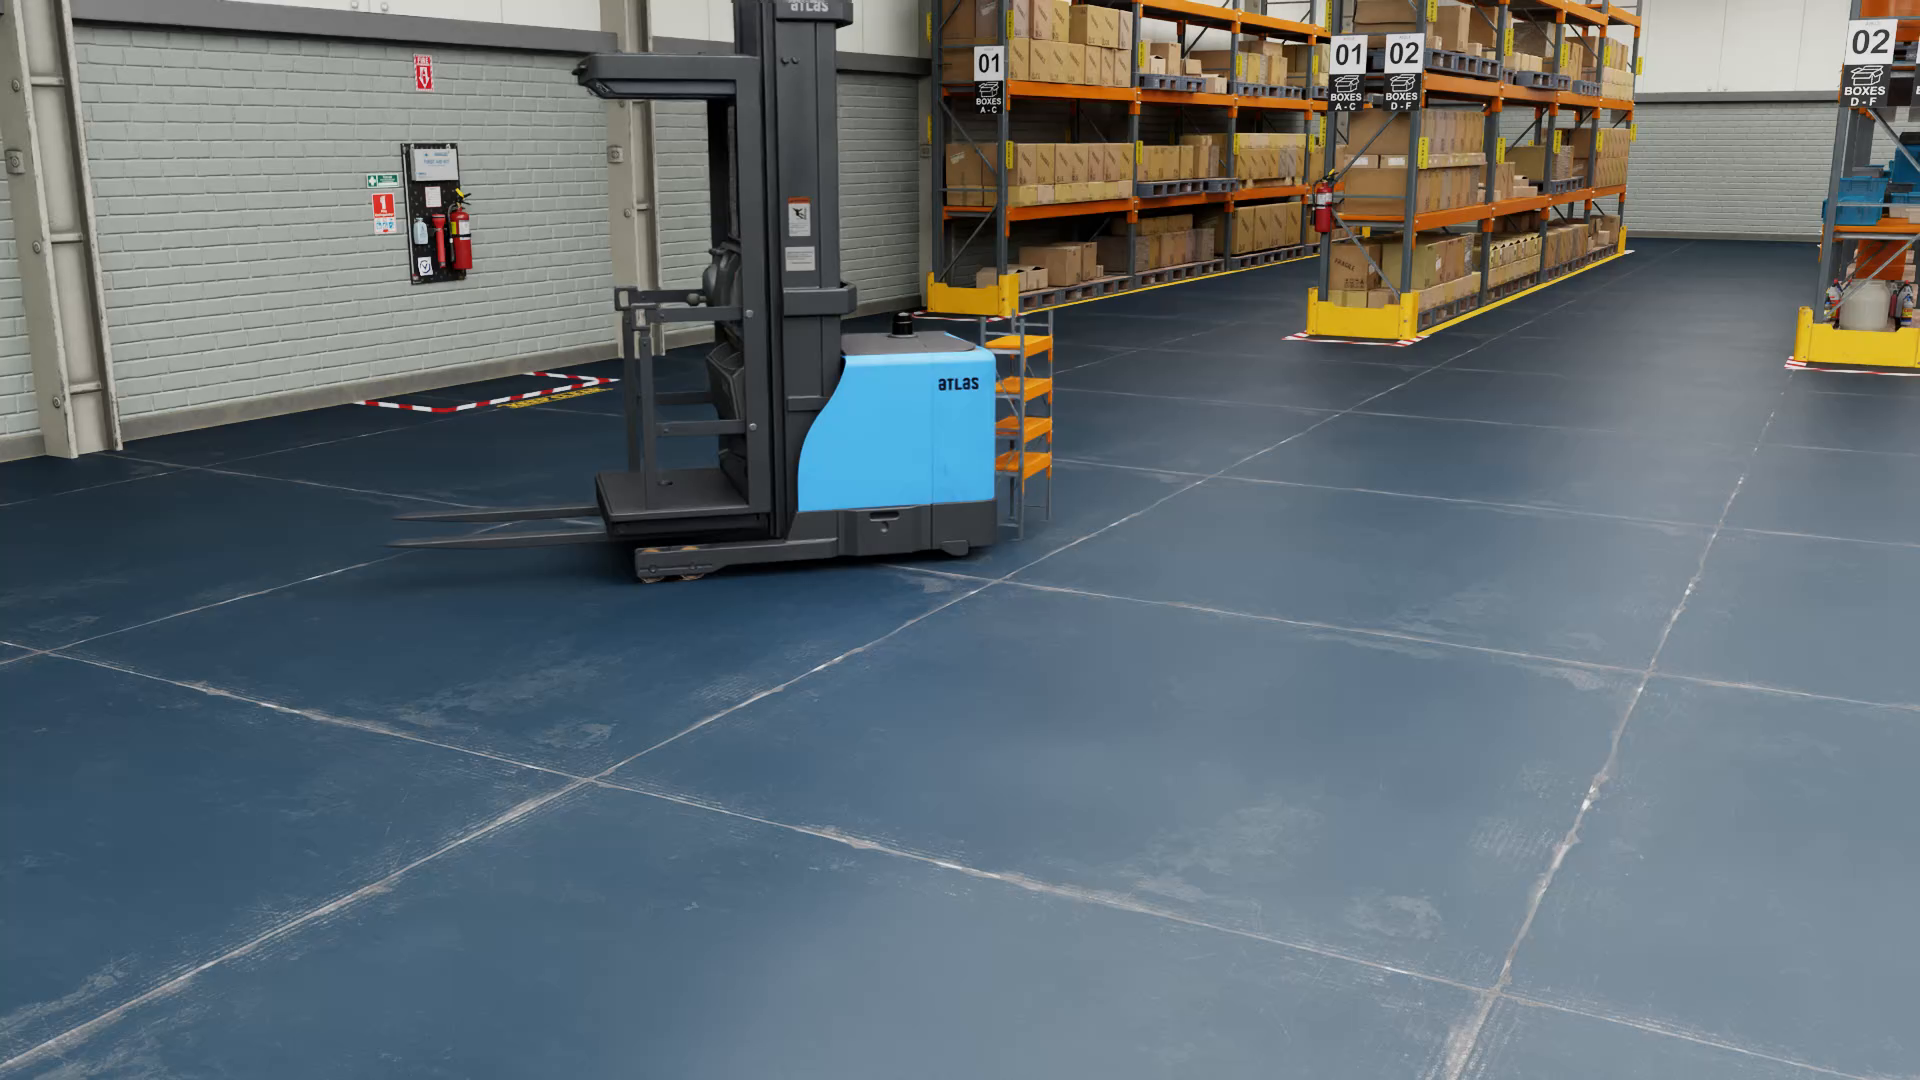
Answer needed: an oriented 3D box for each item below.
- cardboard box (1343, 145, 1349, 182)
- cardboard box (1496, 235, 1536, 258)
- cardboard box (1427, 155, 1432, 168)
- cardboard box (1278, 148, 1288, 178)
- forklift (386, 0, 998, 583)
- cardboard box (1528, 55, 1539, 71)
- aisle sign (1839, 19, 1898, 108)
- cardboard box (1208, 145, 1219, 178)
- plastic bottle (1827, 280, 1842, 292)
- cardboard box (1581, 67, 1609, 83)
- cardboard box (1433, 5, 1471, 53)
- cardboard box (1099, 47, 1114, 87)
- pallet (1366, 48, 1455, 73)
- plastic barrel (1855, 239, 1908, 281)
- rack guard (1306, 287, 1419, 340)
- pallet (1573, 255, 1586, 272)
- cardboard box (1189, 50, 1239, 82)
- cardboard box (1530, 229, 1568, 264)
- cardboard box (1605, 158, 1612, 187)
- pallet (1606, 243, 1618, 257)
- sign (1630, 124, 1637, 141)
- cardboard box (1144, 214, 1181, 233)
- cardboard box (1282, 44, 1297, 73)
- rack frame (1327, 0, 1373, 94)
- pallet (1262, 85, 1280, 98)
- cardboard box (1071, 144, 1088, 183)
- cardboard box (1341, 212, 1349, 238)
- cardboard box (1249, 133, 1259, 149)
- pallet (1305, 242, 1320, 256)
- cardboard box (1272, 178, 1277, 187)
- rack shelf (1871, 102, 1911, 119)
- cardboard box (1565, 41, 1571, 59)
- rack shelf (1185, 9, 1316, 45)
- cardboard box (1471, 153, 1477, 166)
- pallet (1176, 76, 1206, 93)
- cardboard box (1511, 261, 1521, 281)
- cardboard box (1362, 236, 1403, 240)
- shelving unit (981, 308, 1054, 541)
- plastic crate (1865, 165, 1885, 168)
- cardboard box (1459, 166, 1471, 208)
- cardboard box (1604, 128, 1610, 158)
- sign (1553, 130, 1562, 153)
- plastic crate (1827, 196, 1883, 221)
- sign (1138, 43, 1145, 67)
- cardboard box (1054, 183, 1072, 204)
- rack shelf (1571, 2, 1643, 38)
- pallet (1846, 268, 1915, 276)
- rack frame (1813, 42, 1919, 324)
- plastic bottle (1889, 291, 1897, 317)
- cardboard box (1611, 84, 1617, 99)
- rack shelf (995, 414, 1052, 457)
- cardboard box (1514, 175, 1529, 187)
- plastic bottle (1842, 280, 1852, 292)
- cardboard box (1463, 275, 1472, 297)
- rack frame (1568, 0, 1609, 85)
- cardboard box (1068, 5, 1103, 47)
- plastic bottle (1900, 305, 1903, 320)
[{"bbox_3d":[7.273,-7.465,32.957,0.980,0.700,0.700,7,15,28],"label":"cardboard box"},{"bbox_3d":[8.041,-4.271,24.123,0.500,0.311,0.500,7,15,27],"label":"cardboard box"},{"bbox_3d":[5.082,-4.258,18.697,0.380,0.149,0.250,7,15,28],"label":"cardboard box"},{"bbox_3d":[5.428,-6.626,29.228,0.500,0.500,0.500,7,15,28],"label":"cardboard box"},{"bbox_3d":[-1.380,-1.352,8.387,3.031,2.935,1.130,-4,14,-15],"label":"forklift"},{"bbox_3d":[7.916,-6.754,23.672,0.500,0.250,0.500,8,16,30],"label":"cardboard box"},{"bbox_3d":[8.496,-4.453,15.557,0.394,0.787,0.004,7,15,28],"label":"aisle sign"},{"bbox_3d":[3.767,-6.099,26.779,0.700,0.500,0.500,5,15,21],"label":"cardboard box"},{"bbox_3d":[9.880,-2.760,18.793,0.144,0.351,0.185,7,15,26],"label":"plastic bottle"},{"bbox_3d":[10.710,-7.894,28.231,0.500,0.250,0.500,7,15,28],"label":"cardboard box"},{"bbox_3d":[5.498,-5.821,18.970,0.500,0.500,0.500,7,15,28],"label":"cardboard box"},{"bbox_3d":[1.768,-6.396,22.507,0.500,0.500,0.500,6,15,23],"label":"cardboard box"},{"bbox_3d":[4.821,-5.290,18.362,1.003,0.211,1.213,7,15,28],"label":"pallet"},{"bbox_3d":[12.880,-4.063,23.220,0.600,0.830,0.708,7,15,28],"label":"plastic barrel"},{"bbox_3d":[4.445,-2.512,18.387,1.175,0.500,0.348,7,15,28],"label":"rack guard"},{"bbox_3d":[9.897,-4.667,27.943,1.003,0.211,1.213,7,15,28],"label":"pallet"},{"bbox_3d":[4.165,-7.759,27.264,0.700,0.500,0.500,6,15,24],"label":"cardboard box"},{"bbox_3d":[9.289,-4.644,26.289,0.500,0.500,0.500,7,15,27],"label":"cardboard box"},{"bbox_3d":[11.231,-6.524,29.482,0.500,0.500,0.500,7,15,28],"label":"cardboard box"},{"bbox_3d":[11.770,-5.480,31.313,1.003,0.211,1.213,7,15,28],"label":"pallet"},{"bbox_3d":[12.667,-7.664,31.280,0.100,0.325,0.005,7,15,28],"label":"sign"},{"bbox_3d":[3.108,-4.928,25.868,0.500,0.250,0.500,7,15,28],"label":"cardboard box"},{"bbox_3d":[6.053,-8.927,30.872,0.500,0.500,0.500,7,15,28],"label":"cardboard box"},{"bbox_3d":[7.853,-10.492,33.352,1.000,3.000,0.127,7,15,28],"label":"rack frame"},{"bbox_3d":[4.788,-7.668,28.443,1.003,0.211,1.213,8,16,31],"label":"pallet"},{"bbox_3d":[1.354,-4.971,21.929,0.500,0.500,0.500,8,16,30],"label":"cardboard box"},{"bbox_3d":[7.360,-6.307,33.230,0.700,0.500,0.500,7,15,28],"label":"cardboard box"},{"bbox_3d":[4.690,-6.676,27.833,0.500,0.250,0.500,7,15,27],"label":"cardboard box"},{"bbox_3d":[6.355,-5.546,31.588,1.003,0.211,1.213,7,15,28],"label":"pallet"},{"bbox_3d":[5.351,-6.285,29.197,0.380,0.149,0.250,7,15,26],"label":"cardboard box"},{"bbox_3d":[15.559,-7.151,27.430,1.077,0.370,4.000,7,15,28],"label":"rack shelf"},{"bbox_3d":[9.307,-7.585,26.371,0.600,0.600,0.600,7,15,26],"label":"cardboard box"},{"bbox_3d":[4.952,-8.717,28.377,1.077,0.370,4.000,7,15,28],"label":"rack shelf"},{"bbox_3d":[6.200,-4.732,20.665,0.380,0.149,0.250,7,15,26],"label":"cardboard box"},{"bbox_3d":[2.942,-6.808,24.873,1.213,0.211,1.003,7,15,28],"label":"pallet"},{"bbox_3d":[7.545,-3.790,23.327,0.500,0.250,0.500,8,16,29],"label":"cardboard box"},{"bbox_3d":[5.168,-3.417,20.178,0.500,0.500,0.500,7,15,28],"label":"cardboard box"},{"bbox_3d":[0.313,-0.642,9.136,0.258,1.200,0.503,5,14,20],"label":"shelving unit"},{"bbox_3d":[14.519,-5.788,26.547,0.392,0.384,0.575,7,15,28],"label":"plastic crate"},{"bbox_3d":[5.932,-4.401,20.674,0.700,0.500,0.500,7,15,27],"label":"cardboard box"},{"bbox_3d":[10.980,-6.899,28.905,0.500,0.500,0.500,7,15,26],"label":"cardboard box"},{"bbox_3d":[8.811,-5.874,24.528,0.100,0.325,0.005,7,15,28],"label":"sign"},{"bbox_3d":[9.090,-3.367,16.917,0.499,0.251,0.408,7,15,28],"label":"plastic crate"},{"bbox_3d":[2.530,-6.763,23.182,0.100,0.325,0.005,7,15,28],"label":"sign"},{"bbox_3d":[1.122,-4.506,21.599,0.500,0.250,0.500,7,15,27],"label":"cardboard box"},{"bbox_3d":[11.224,-9.170,29.410,1.077,0.370,4.000,7,15,28],"label":"rack shelf"},{"bbox_3d":[13.593,-3.872,24.643,1.003,0.211,1.213,7,15,28],"label":"pallet"},{"bbox_3d":[8.791,-3.170,15.783,1.000,3.000,0.127,7,15,28],"label":"rack frame"},{"bbox_3d":[10.241,-2.593,18.245,0.061,0.283,0.133,7,15,28],"label":"plastic bottle"},{"bbox_3d":[11.197,-7.856,29.138,0.500,0.250,0.500,7,15,28],"label":"cardboard box"},{"bbox_3d":[0.313,-0.577,9.152,0.258,0.148,0.480,5,14,20],"label":"rack shelf"},{"bbox_3d":[8.110,-5.260,24.644,0.500,0.311,0.500,9,16,32],"label":"cardboard box"},{"bbox_3d":[10.097,-2.782,18.886,0.144,0.351,0.185,7,15,28],"label":"plastic bottle"},{"bbox_3d":[6.107,-3.199,20.873,0.500,0.250,0.500,7,15,28],"label":"cardboard box"},{"bbox_3d":[10.257,-9.111,27.623,1.000,3.000,0.127,7,15,28],"label":"rack frame"},{"bbox_3d":[1.548,-6.760,21.886,0.500,0.500,0.500,7,15,26],"label":"cardboard box"},{"bbox_3d":[10.202,-2.471,17.917,0.097,0.201,0.097,0,14,0],"label":"plastic bottle"}]
